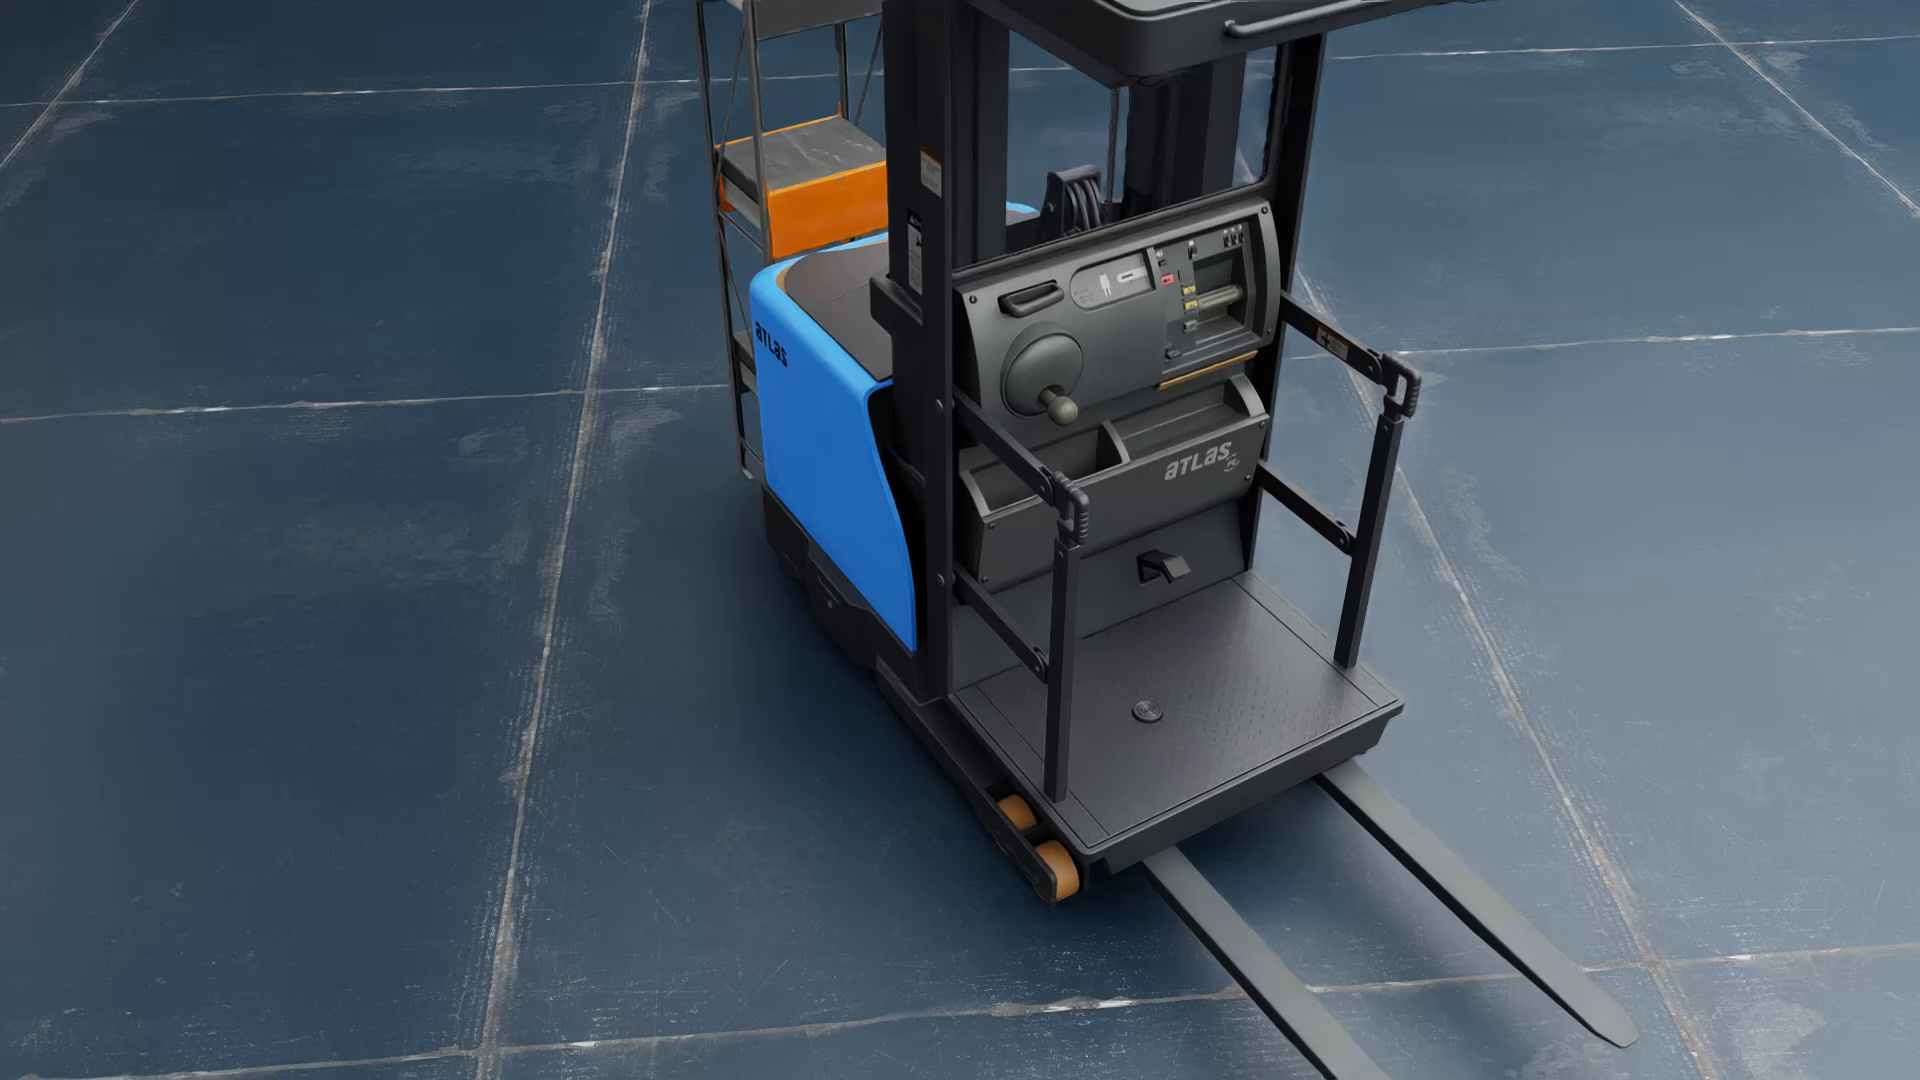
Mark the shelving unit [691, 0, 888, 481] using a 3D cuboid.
[{"bbox_3d":[-0.490,-1.063,5.402,0.503,2.100,0.431,-21,43,-25],"label":"shelving unit"}]

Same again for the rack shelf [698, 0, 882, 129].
[{"bbox_3d":[-0.490,-1.602,4.977,0.480,0.518,0.431,-21,43,-25],"label":"rack shelf"}]

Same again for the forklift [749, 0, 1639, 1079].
[{"bbox_3d":[0.532,-0.502,4.020,1.130,2.935,3.031,-20,43,-24],"label":"forklift"}]

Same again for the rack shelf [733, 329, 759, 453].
[{"bbox_3d":[-0.490,-0.503,5.844,0.480,0.518,0.431,-21,43,-25],"label":"rack shelf"}]

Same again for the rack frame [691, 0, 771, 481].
[{"bbox_3d":[-0.697,-0.983,5.301,0.015,2.100,0.400,-21,43,-25],"label":"rack frame"}]

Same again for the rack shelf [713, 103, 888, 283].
[{"bbox_3d":[-0.490,-1.052,5.411,0.480,0.518,0.431,-21,43,-25],"label":"rack shelf"}]

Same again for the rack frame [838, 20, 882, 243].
[{"bbox_3d":[-0.283,-1.143,5.504,0.015,2.100,0.400,-21,43,-25],"label":"rack frame"}]
